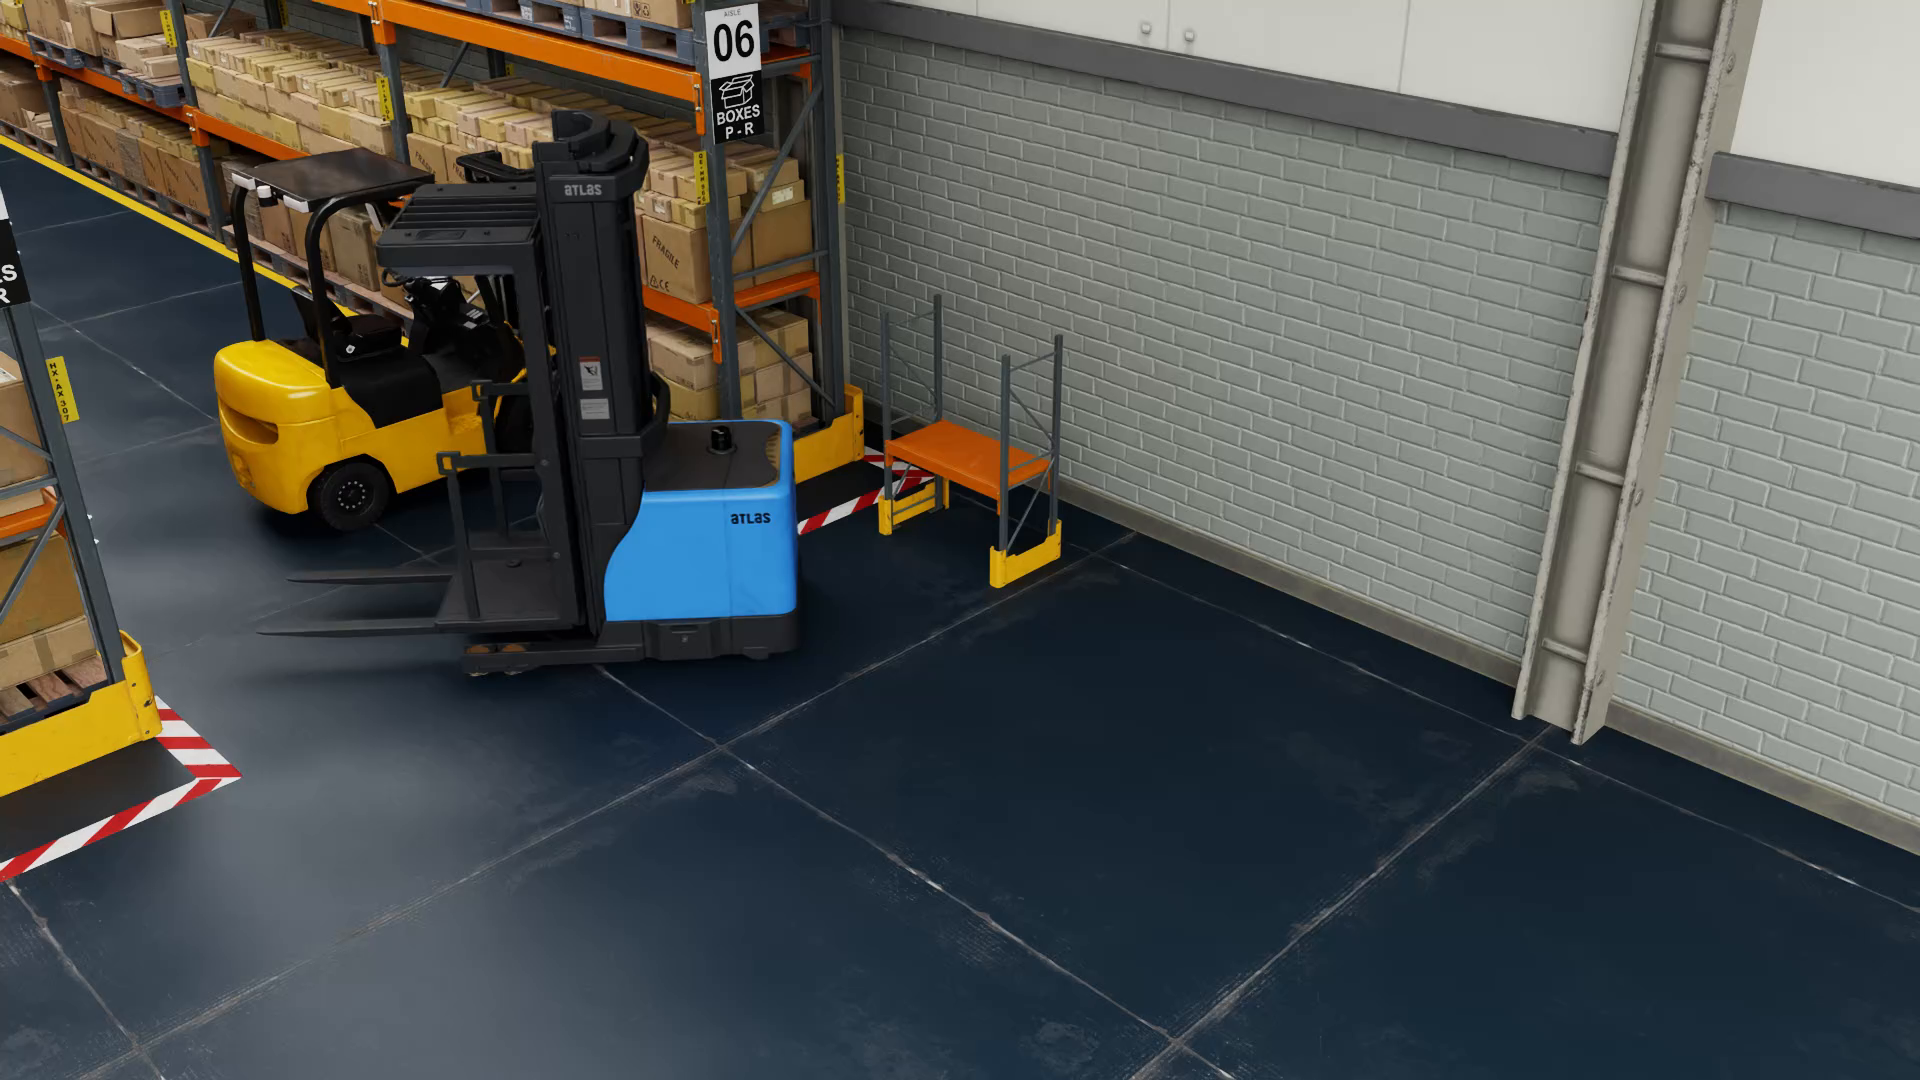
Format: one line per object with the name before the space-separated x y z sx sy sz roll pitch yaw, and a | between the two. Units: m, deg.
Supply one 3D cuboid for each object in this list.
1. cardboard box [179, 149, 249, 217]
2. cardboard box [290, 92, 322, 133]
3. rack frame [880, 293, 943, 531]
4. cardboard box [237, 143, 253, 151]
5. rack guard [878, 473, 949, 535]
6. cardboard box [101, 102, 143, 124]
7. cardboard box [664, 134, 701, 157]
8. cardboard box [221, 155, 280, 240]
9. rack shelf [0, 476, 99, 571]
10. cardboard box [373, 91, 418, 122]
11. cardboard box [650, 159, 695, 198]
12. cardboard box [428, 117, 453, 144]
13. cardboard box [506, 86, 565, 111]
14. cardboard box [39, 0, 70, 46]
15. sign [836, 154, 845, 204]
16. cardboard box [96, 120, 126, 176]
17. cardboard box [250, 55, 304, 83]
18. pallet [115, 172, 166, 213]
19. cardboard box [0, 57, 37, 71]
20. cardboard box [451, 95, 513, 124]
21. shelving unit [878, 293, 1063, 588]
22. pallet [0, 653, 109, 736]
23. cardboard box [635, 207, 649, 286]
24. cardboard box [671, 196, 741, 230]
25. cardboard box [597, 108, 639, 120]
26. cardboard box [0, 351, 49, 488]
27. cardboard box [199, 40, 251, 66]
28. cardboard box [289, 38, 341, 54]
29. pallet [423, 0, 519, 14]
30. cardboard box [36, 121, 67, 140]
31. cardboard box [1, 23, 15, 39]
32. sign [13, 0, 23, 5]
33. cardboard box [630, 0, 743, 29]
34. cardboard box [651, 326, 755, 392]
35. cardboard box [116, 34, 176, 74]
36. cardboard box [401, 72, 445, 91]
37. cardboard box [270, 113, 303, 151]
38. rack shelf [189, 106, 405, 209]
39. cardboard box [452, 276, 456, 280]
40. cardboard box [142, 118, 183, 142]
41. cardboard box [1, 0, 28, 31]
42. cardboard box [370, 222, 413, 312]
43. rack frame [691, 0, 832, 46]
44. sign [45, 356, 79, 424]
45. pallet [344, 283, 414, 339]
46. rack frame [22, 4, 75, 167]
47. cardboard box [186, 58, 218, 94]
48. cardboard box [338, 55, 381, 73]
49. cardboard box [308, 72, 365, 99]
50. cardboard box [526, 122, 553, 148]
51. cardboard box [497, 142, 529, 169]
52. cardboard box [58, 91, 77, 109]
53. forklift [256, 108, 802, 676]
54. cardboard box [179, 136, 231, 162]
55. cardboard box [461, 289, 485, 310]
cardboard box | -7.361 -3.555 16.516 0.500 0.500 0.500 -24 36 -38
cardboard box | -5.318 -3.668 14.121 0.500 0.250 0.500 -24 36 -38
rack frame | -0.302 -0.802 10.657 0.032 1.500 0.500 25 36 38
cardboard box | -7.062 -4.049 16.759 0.380 0.149 0.250 -23 35 -37
rack guard | -0.301 -0.248 10.947 0.087 0.250 0.587 25 36 38
cardboard box | -8.892 -4.552 17.715 0.250 0.149 0.380 24 36 38
cardboard box | -1.821 -2.706 11.543 0.250 0.149 0.380 25 37 39
cardboard box | -6.474 -3.336 15.965 0.875 0.625 0.625 -24 36 -38
rack shelf | -6.108 -0.484 9.215 4.000 0.370 1.077 25 36 38
cardboard box | -4.456 -3.473 13.321 0.380 0.149 0.250 -24 36 -38
cardboard box | -1.805 -2.379 10.921 0.250 0.149 0.380 25 36 38
cardboard box | -3.828 -3.160 12.726 0.380 0.149 0.250 -24 36 -38
cardboard box | -3.269 -3.386 12.835 0.250 0.149 0.380 24 36 38
cardboard box | -9.204 -5.543 17.504 0.700 0.500 0.500 -25 37 -39
sign | -0.811 -2.399 11.068 0.005 0.325 0.100 25 36 38
cardboard box | -8.834 -4.227 17.793 0.500 0.500 0.500 23 36 37
cardboard box | -5.960 -4.121 14.553 0.380 0.149 0.250 -24 36 -38
pallet | -8.280 -3.829 17.799 1.213 0.211 1.003 25 36 38
cardboard box | -11.661 -5.576 20.360 0.700 0.500 0.500 -24 36 -37
cardboard box | -3.599 -3.229 12.537 0.250 0.149 0.380 24 36 37
shelving unit | 0.054 -0.639 10.347 1.083 1.500 0.587 25 36 38
pallet | -5.290 0.782 9.029 1.213 0.211 1.003 25 36 38
cardboard box | -2.103 -2.089 11.386 0.500 0.500 0.500 -24 36 -38
cardboard box | -1.648 -2.150 10.805 0.380 0.149 0.250 -25 36 -38
cardboard box | -2.568 -3.042 12.181 0.380 0.149 0.250 -24 36 -38
cardboard box | -4.825 -0.573 8.183 0.500 0.500 0.500 24 36 38
cardboard box | -6.697 -4.452 15.183 0.380 0.149 0.250 -24 36 -38
cardboard box | -5.904 -4.492 15.258 0.250 0.149 0.380 24 36 37
pallet | -3.430 -4.123 12.233 1.213 0.211 1.003 25 36 38
cardboard box | -10.364 -4.723 19.114 0.250 0.149 0.380 23 36 37
cardboard box | -10.569 -5.778 18.779 0.380 0.149 0.250 -24 36 -38
sign | -10.136 -5.915 17.839 0.005 0.325 0.100 25 36 38
cardboard box | -1.691 -3.464 10.220 0.500 0.500 0.500 -24 36 -38
cardboard box | -1.751 -1.257 11.340 0.500 0.250 0.500 -24 36 -38
cardboard box | -7.888 -4.765 16.293 0.500 0.250 0.500 23 35 36
cardboard box | -4.489 -3.808 13.958 0.250 0.149 0.380 24 36 38
cardboard box | -5.668 -3.616 14.558 0.500 0.250 0.500 -24 36 -38
rack shelf | -5.483 -3.438 14.832 4.000 0.370 1.077 25 36 38
cardboard box | -3.931 -2.253 13.235 0.500 0.250 0.500 24 36 38
cardboard box | -8.146 -4.215 17.073 0.250 0.149 0.380 24 36 38
cardboard box | -10.295 -5.865 18.516 0.500 0.250 0.500 -24 36 -38
cardboard box | -4.436 -2.405 14.195 0.875 0.625 0.625 -23 36 -37
rack frame | -1.204 -4.454 9.545 0.127 3.000 1.000 25 36 38
sign | -4.301 -0.714 7.947 0.005 0.325 0.100 25 36 38
pallet | -4.609 -2.097 14.505 1.213 0.211 1.003 25 36 38
rack frame | -9.761 -5.714 18.388 0.127 3.000 1.000 25 36 38
cardboard box | -6.781 -4.330 15.379 0.500 0.250 0.500 25 36 38
cardboard box | -5.211 -4.134 14.578 0.380 0.149 0.250 -25 37 -39
cardboard box | -5.213 -3.797 13.937 0.250 0.149 0.380 24 36 37
cardboard box | -2.873 -2.895 11.902 0.250 0.149 0.380 25 37 39
cardboard box | -3.121 -2.817 12.073 0.250 0.149 0.380 23 36 37
cardboard box | -9.692 -4.876 18.330 0.380 0.149 0.250 -23 36 -37
forklift | -2.450 -0.793 9.102 3.031 2.935 1.130 -2 28 -4
cardboard box | -7.438 -3.853 16.385 0.250 0.149 0.380 23 35 36
cardboard box | -3.567 -1.870 13.043 0.500 0.250 0.500 24 36 38
